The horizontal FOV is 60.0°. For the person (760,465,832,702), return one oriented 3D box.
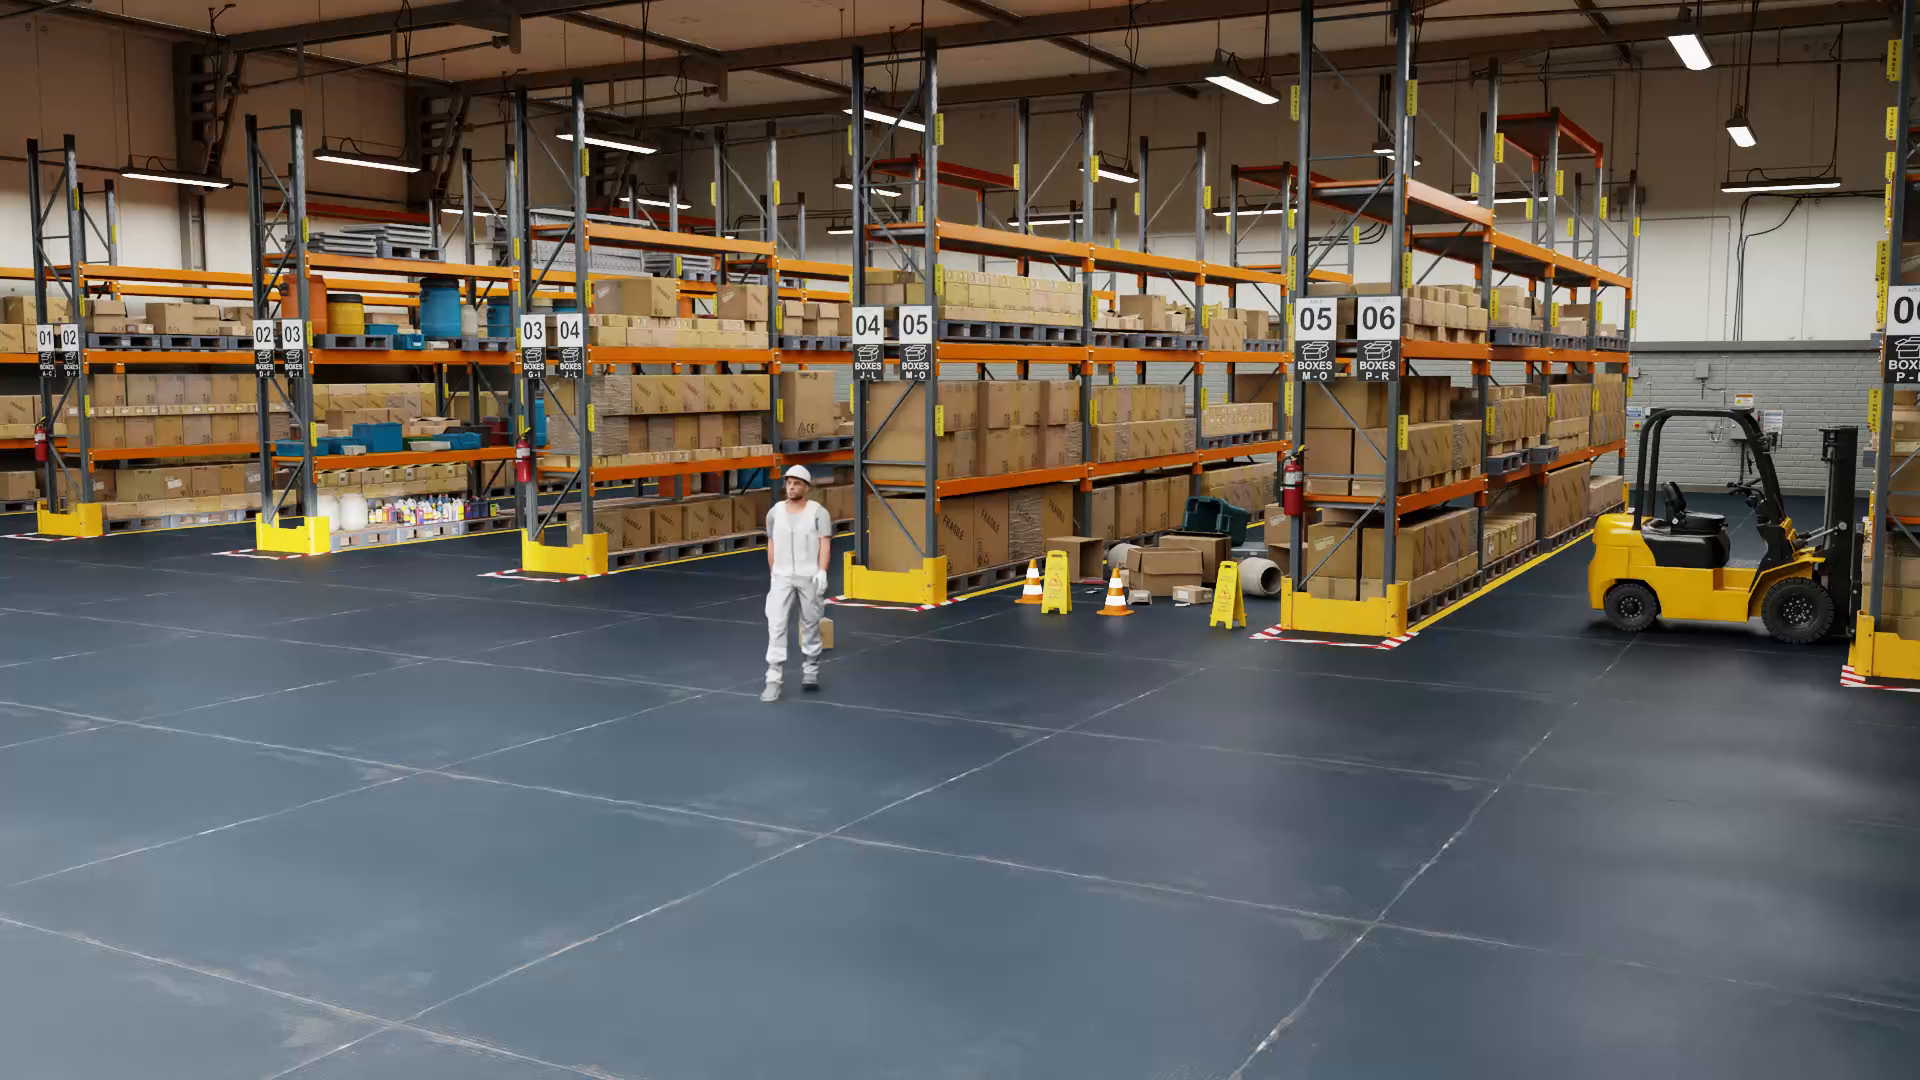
[{"bbox_3d":[-1.270,0.305,12.813,0.532,1.752,0.920,1,6,5],"label":"person"}]
